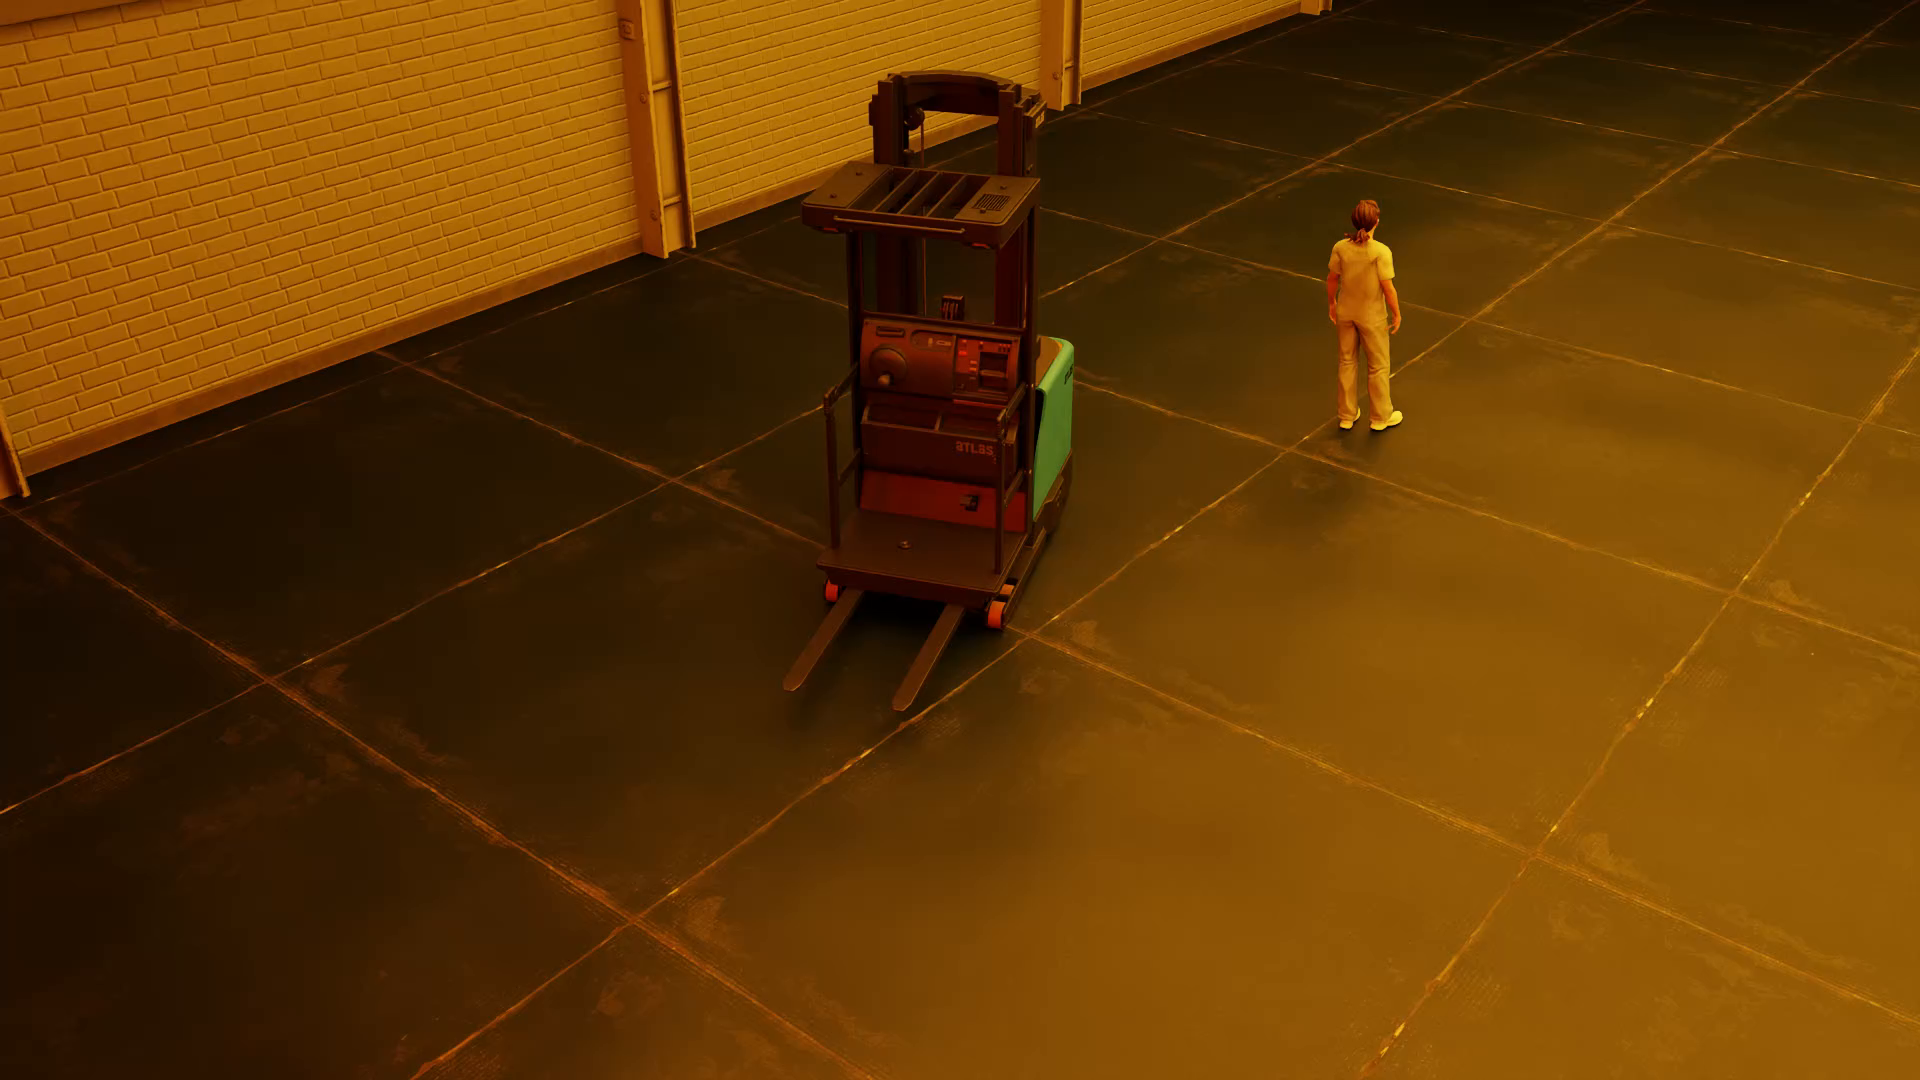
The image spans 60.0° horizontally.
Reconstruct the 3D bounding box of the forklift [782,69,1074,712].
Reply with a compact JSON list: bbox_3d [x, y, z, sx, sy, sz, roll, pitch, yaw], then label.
[{"bbox_3d":[-0.176,-0.972,9.258,1.130,2.935,3.031,9,31,14],"label":"forklift"}]

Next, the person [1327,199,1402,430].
[{"bbox_3d":[2.812,-1.564,11.502,0.549,1.674,0.549,21,37,32],"label":"person"}]
